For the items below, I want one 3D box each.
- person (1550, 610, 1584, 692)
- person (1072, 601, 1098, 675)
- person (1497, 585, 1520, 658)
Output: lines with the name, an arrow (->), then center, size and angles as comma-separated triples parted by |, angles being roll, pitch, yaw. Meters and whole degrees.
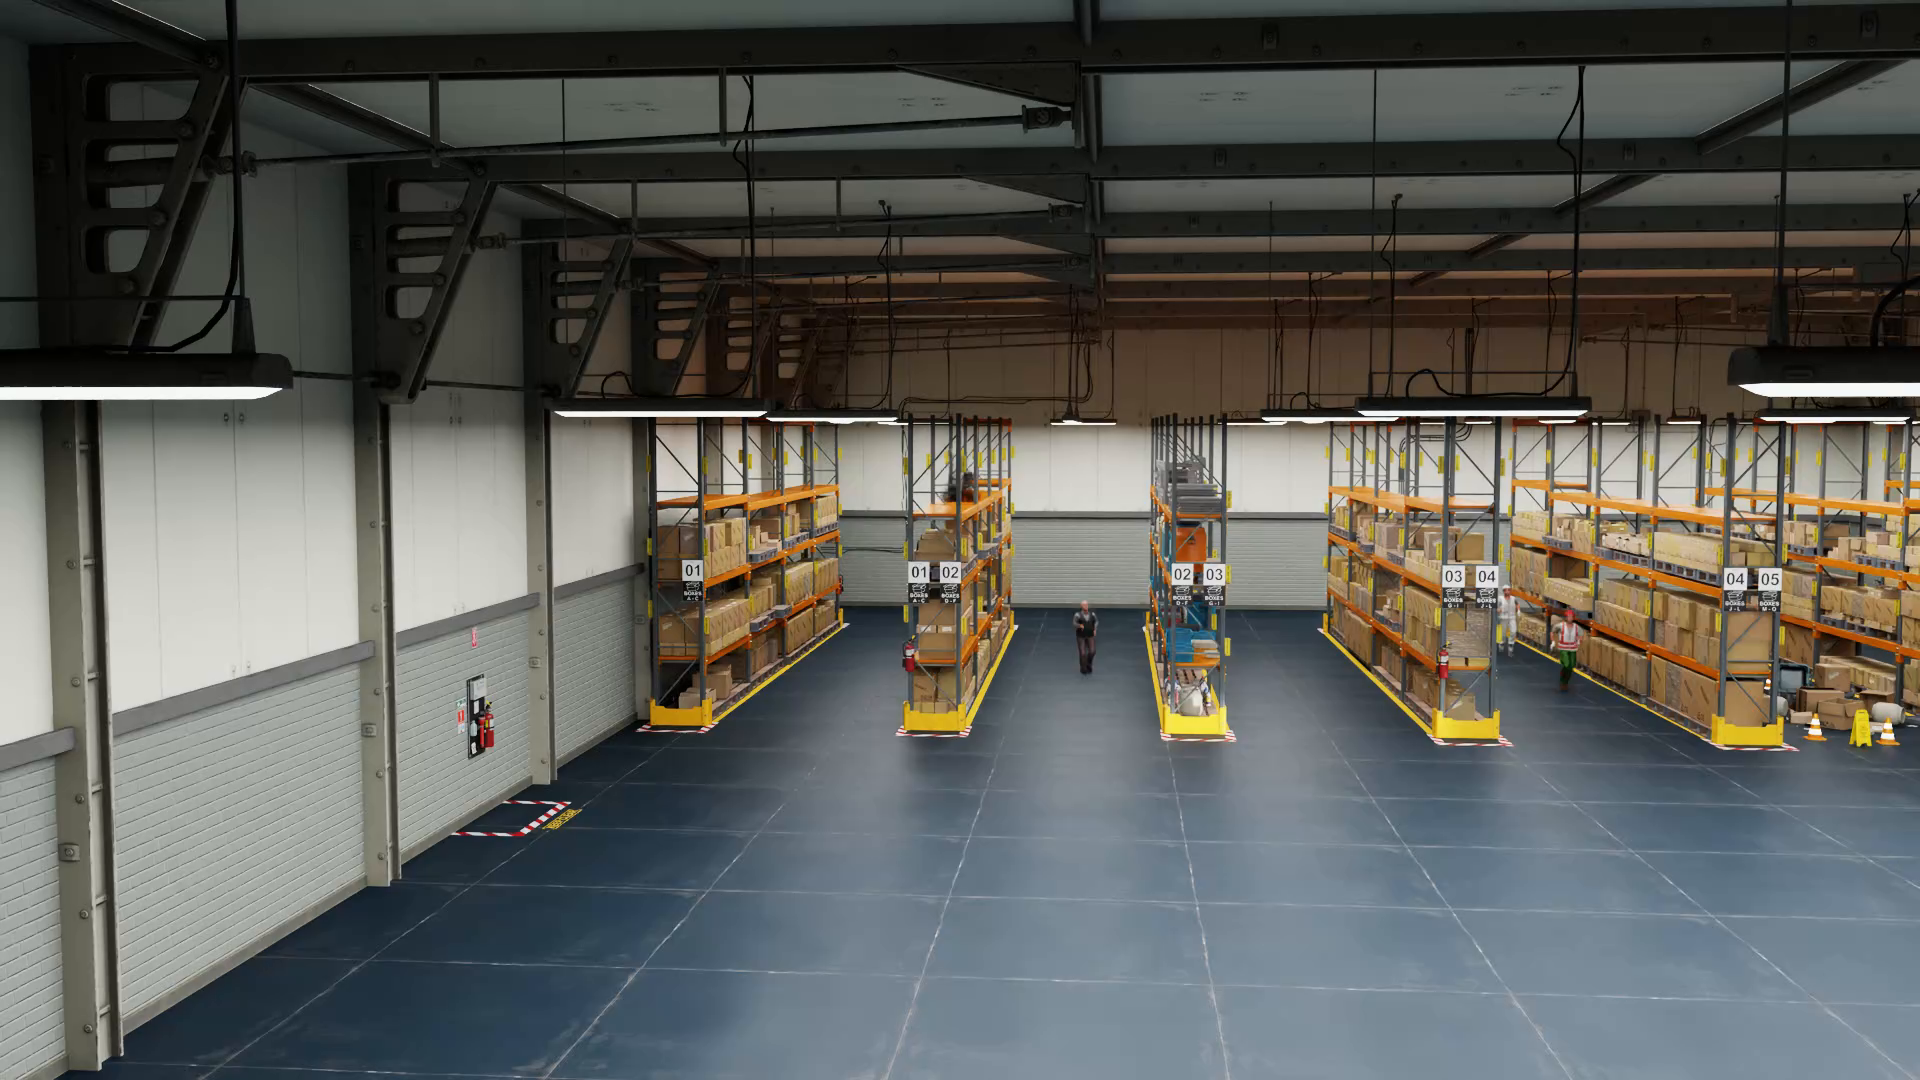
person -> 13.169, 2.407, 36.030 | 0.649, 1.778, 0.785 | 0, 4, 3
person -> 2.935, 2.277, 38.613 | 0.642, 1.714, 0.645 | 0, 4, -6
person -> 13.764, 2.032, 41.801 | 0.665, 1.812, 0.813 | 1, 4, 8
